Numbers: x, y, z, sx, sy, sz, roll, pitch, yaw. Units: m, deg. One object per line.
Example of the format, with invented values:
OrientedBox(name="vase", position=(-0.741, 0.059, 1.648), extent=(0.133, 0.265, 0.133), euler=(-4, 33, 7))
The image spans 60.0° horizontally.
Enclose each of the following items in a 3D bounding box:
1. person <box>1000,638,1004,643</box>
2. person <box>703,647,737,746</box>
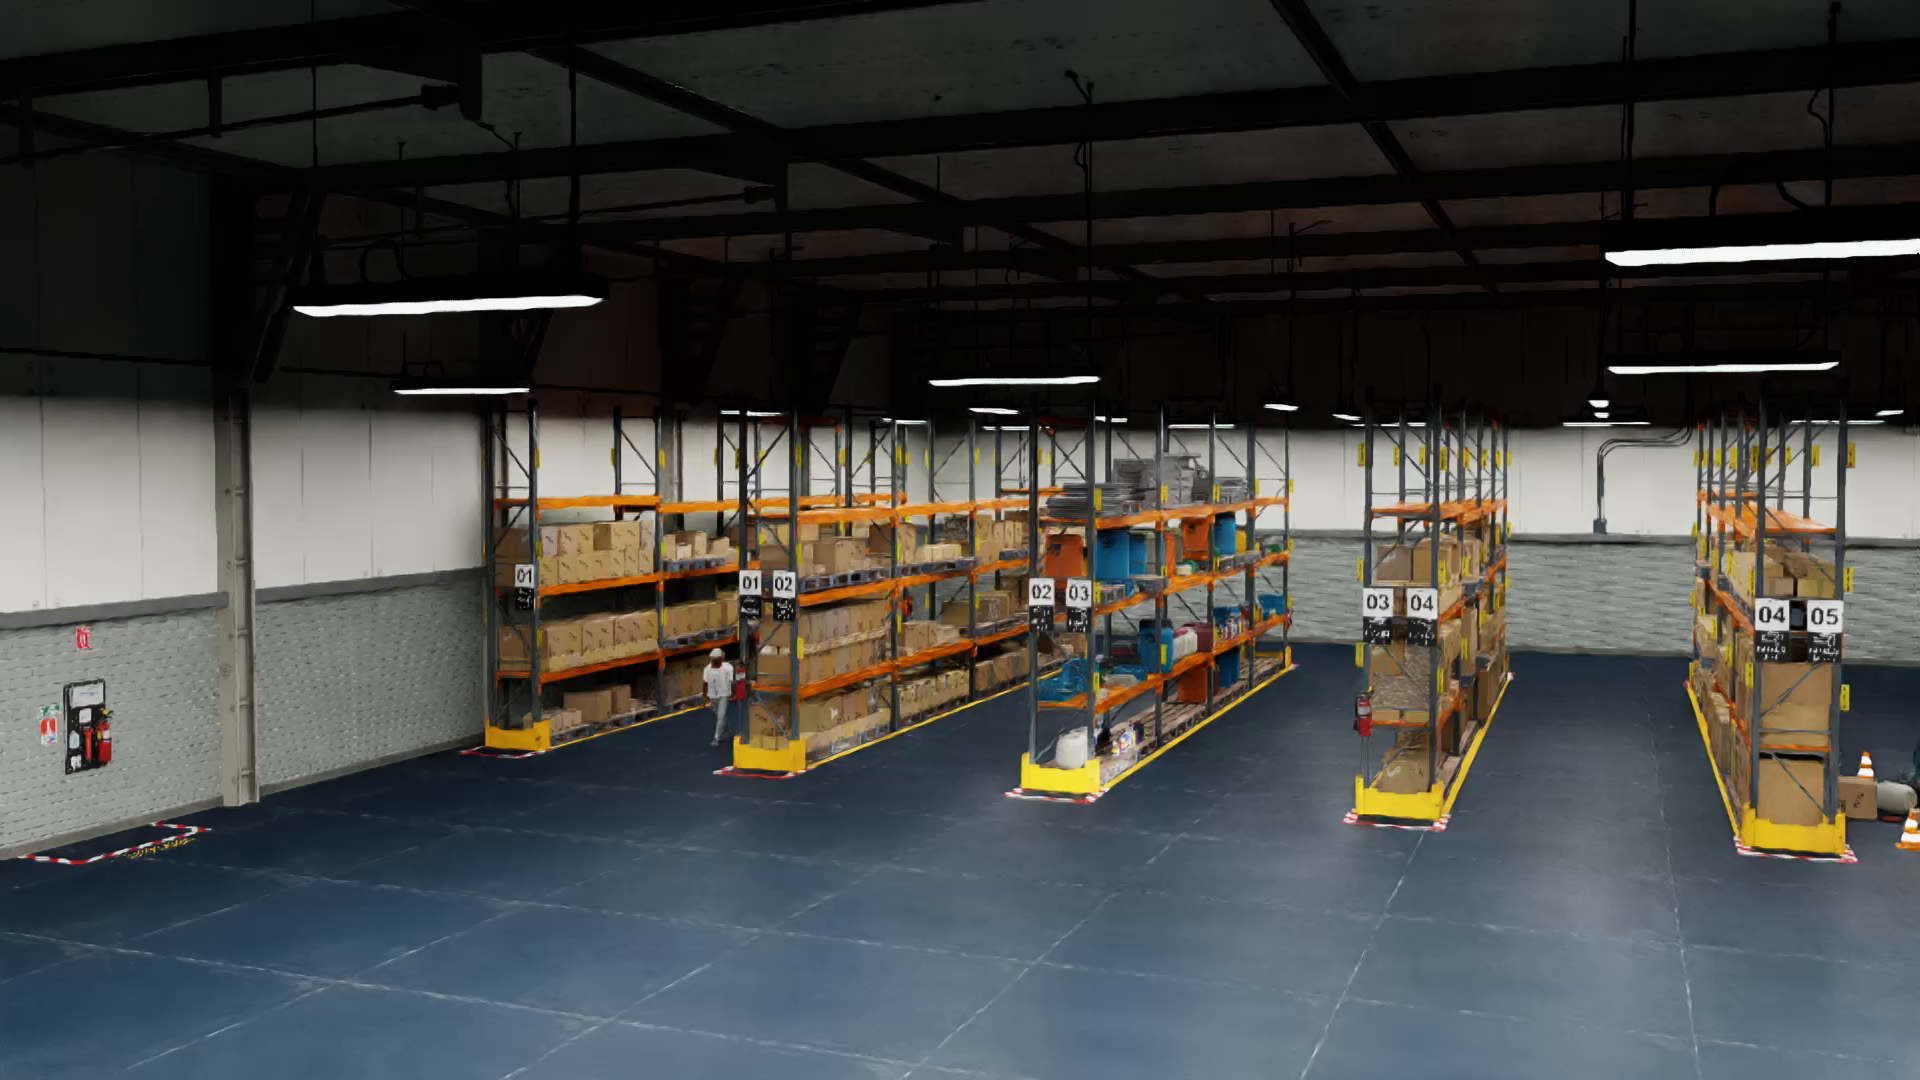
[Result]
OrientedBox(name="person", position=(0.926, 2.162, 41.447), extent=(0.479, 1.567, 1.070), euler=(1, 3, 24))
OrientedBox(name="person", position=(-4.233, 2.709, 28.994), extent=(0.583, 1.686, 1.111), euler=(1, 3, 20))
